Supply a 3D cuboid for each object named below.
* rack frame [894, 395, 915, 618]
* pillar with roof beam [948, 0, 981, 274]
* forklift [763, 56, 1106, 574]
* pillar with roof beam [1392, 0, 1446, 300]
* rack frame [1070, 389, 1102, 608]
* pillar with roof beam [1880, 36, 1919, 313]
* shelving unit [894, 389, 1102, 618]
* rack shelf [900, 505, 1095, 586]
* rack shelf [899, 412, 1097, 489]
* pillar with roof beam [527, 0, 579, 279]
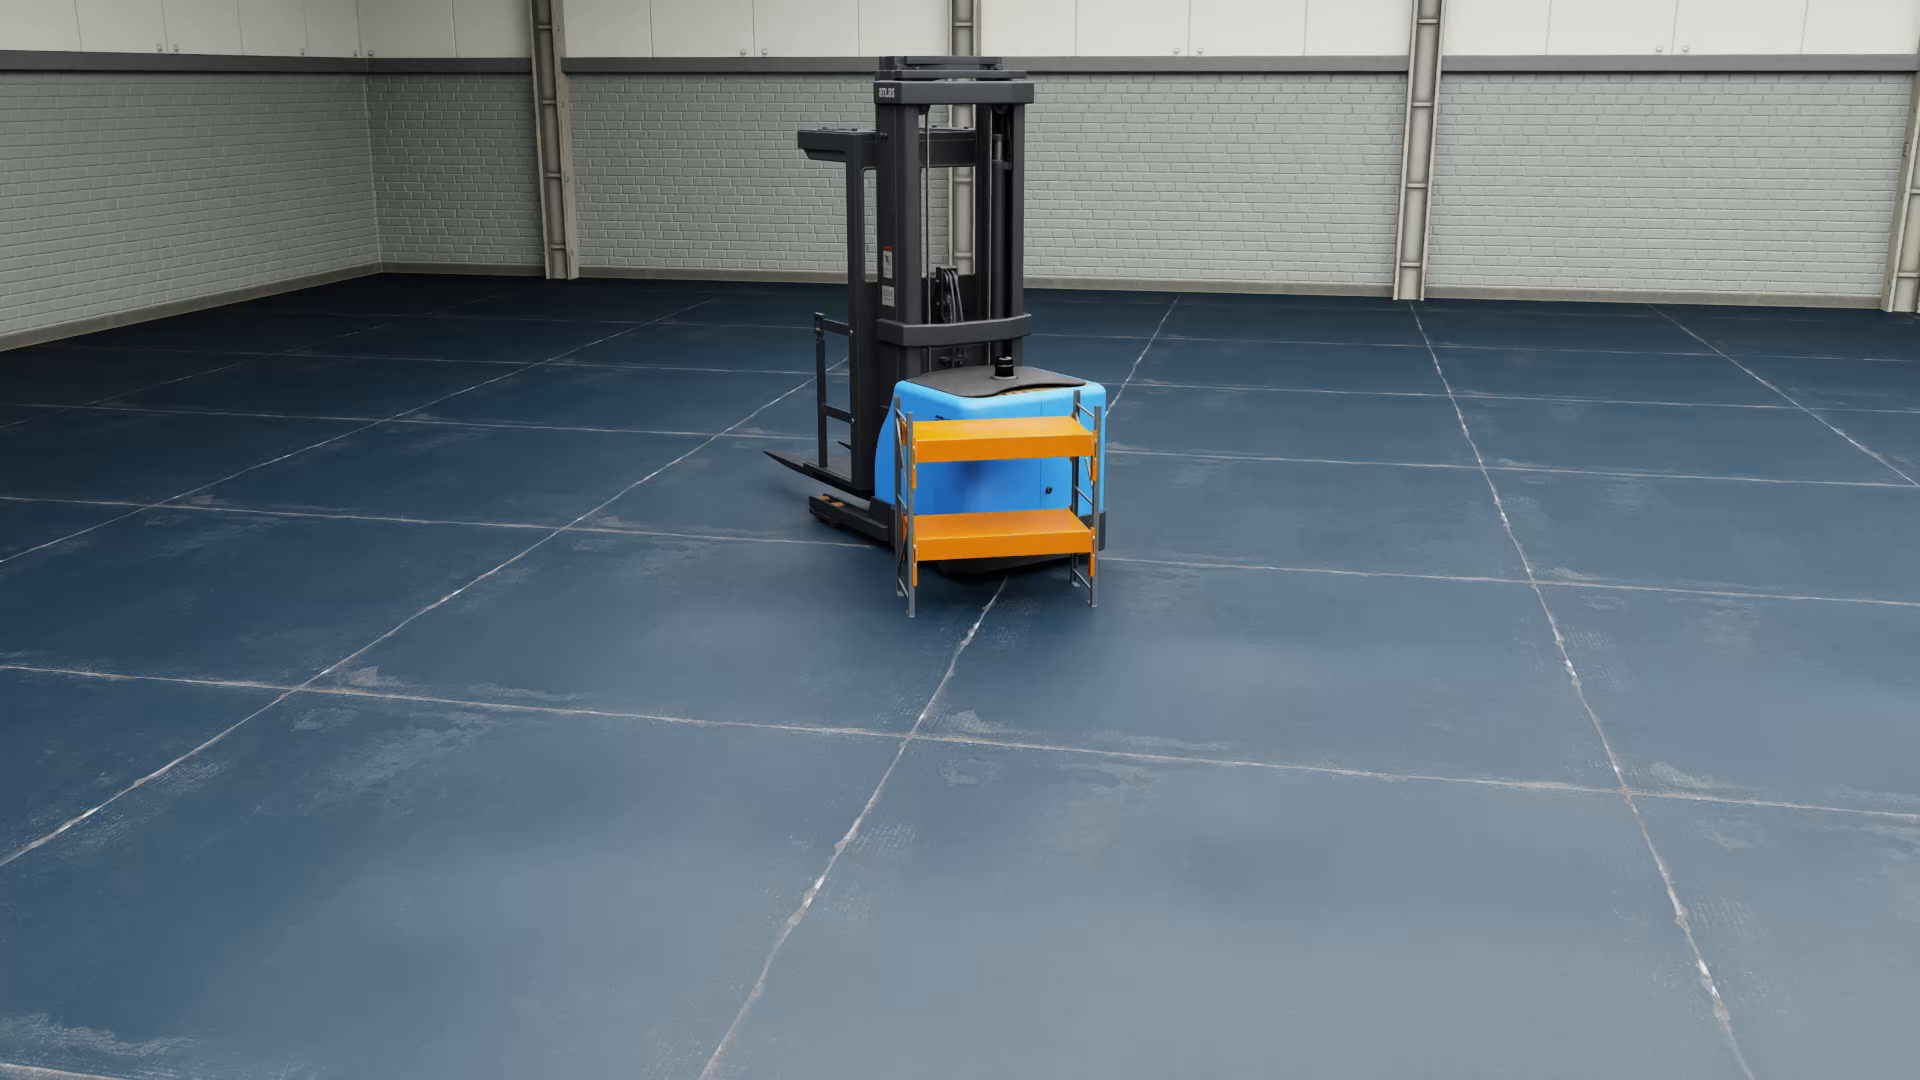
[{"bbox_3d":[-0.305,-0.187,9.061,0.032,1.125,0.500,-3,16,-10],"label":"rack frame"},{"bbox_3d":[-0.797,-6.733,17.940,0.400,9.000,9.100,3,16,11],"label":"pillar with roof beam"},{"bbox_3d":[-0.334,-1.554,10.613,1.130,2.935,3.031,-10,18,-31],"label":"forklift"},{"bbox_3d":[5.083,-6.413,16.788,0.400,9.000,9.100,3,16,11],"label":"pillar with roof beam"},{"bbox_3d":[0.696,-0.236,9.238,0.032,1.125,0.500,-3,16,-10],"label":"rack frame"},{"bbox_3d":[10.962,-6.094,15.636,0.400,9.000,9.100,3,16,11],"label":"pillar with roof beam"},{"bbox_3d":[0.196,-0.212,9.149,1.048,1.125,0.538,-3,16,-10],"label":"shelving unit"},{"bbox_3d":[0.196,0.024,9.215,1.000,0.278,0.538,-3,16,-10],"label":"rack shelf"},{"bbox_3d":[0.196,-0.494,9.071,1.000,0.278,0.538,-3,16,-10],"label":"rack shelf"},{"bbox_3d":[-6.677,-7.052,19.093,0.400,9.000,9.100,3,16,11],"label":"pillar with roof beam"}]
